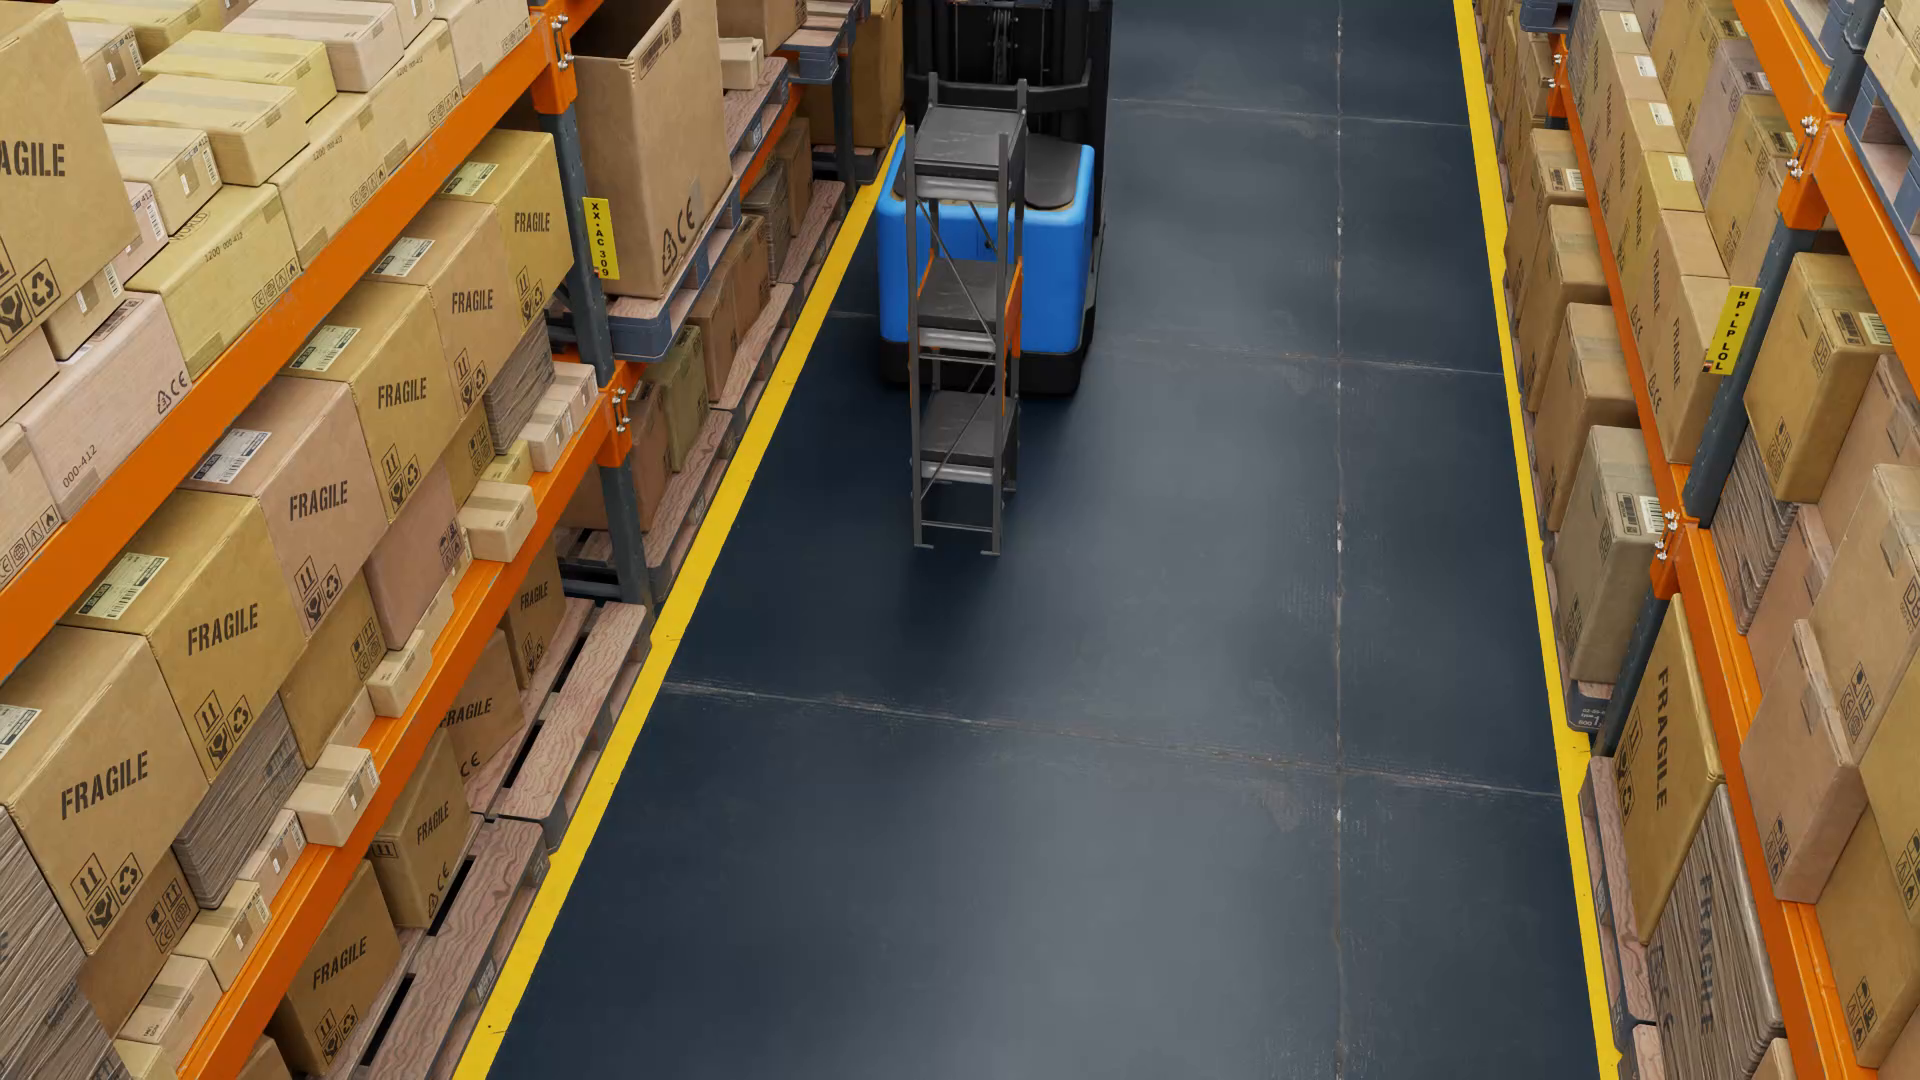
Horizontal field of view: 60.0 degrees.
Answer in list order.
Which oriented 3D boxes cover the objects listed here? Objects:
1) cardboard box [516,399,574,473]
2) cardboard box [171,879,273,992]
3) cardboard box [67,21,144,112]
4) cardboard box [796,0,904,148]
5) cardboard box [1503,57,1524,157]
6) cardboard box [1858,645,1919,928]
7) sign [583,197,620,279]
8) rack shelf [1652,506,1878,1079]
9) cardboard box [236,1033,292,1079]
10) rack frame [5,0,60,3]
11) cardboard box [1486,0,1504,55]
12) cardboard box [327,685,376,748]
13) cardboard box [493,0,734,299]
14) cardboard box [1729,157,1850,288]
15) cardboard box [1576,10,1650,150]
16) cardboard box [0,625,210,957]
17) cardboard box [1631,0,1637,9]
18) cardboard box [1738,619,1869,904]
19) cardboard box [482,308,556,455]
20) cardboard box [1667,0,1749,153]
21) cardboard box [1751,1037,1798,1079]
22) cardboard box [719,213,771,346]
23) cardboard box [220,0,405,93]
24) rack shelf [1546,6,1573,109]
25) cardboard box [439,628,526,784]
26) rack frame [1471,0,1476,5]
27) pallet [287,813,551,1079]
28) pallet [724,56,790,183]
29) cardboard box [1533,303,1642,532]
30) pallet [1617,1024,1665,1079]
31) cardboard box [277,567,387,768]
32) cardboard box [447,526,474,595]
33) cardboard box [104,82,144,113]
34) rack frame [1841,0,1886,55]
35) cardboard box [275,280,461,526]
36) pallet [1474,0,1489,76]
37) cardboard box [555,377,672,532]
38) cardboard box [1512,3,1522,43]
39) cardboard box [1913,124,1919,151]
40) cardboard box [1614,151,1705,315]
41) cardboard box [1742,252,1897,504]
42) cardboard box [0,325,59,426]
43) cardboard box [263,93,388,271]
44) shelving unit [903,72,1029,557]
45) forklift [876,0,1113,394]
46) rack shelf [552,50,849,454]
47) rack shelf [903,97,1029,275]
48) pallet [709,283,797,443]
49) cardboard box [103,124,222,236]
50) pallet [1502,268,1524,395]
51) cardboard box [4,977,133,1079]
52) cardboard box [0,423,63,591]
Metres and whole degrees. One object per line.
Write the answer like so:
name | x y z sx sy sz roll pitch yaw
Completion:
cardboard box | -1.642 -0.394 6.070 0.380 0.149 0.250 6 40 8
cardboard box | -2.056 1.015 4.365 0.380 0.149 0.250 6 40 8
cardboard box | -2.380 -1.237 4.343 0.380 0.149 0.250 6 40 7
cardboard box | -1.009 -3.098 10.481 1.225 0.875 0.875 5 40 6
cardboard box | 3.668 -2.680 10.270 0.500 0.500 0.500 8 40 9
cardboard box | 2.635 0.565 3.747 0.875 0.550 0.500 6 40 8
sign | -1.306 -1.093 6.038 0.100 0.325 0.005 6 40 8
rack shelf | 2.680 1.328 4.354 1.077 0.370 4.000 6 40 8
cardboard box | -2.339 1.729 4.937 0.500 0.500 0.500 17 42 19
rack frame | -6.027 -3.871 10.078 1.000 3.000 0.127 6 40 8
cardboard box | 3.932 -3.656 11.451 0.500 0.500 0.500 8 40 10
cardboard box | -1.982 0.538 4.942 0.380 0.149 0.250 6 40 8
cardboard box | -1.566 -1.691 6.640 1.000 1.000 1.000 7 40 8
cardboard box | 3.107 -0.940 5.670 0.700 0.500 0.500 6 40 7
cardboard box | 3.290 -2.181 7.956 0.500 0.500 0.500 6 40 7
cardboard box | -2.076 0.529 3.659 0.500 0.500 0.500 6 40 8
cardboard box | 3.631 -2.858 7.989 0.700 0.500 0.500 6 40 7
cardboard box | 2.692 0.645 4.498 0.875 0.550 0.550 6 40 8
cardboard box | -1.980 -0.692 5.921 0.875 0.500 0.500 6 40 8
cardboard box | 3.370 -1.897 6.827 0.700 0.500 0.500 6 40 7
cardboard box | 2.537 1.978 4.341 0.875 0.875 0.875 6 40 7
cardboard box | -1.420 -1.402 8.708 0.700 0.500 0.500 10 41 11
cardboard box | -1.730 -1.330 4.455 0.380 0.149 0.250 5 40 6
rack shelf | 4.065 -3.692 10.426 1.077 0.370 4.000 6 40 8
cardboard box | -2.042 0.594 6.309 0.500 0.500 0.500 19 43 21
rack frame | 4.411 -5.225 11.715 1.000 3.000 0.127 6 40 8
pallet | -2.131 1.454 5.826 1.003 0.211 1.213 6 40 8
pallet | -1.451 -2.004 7.970 1.003 0.211 1.213 6 40 8
cardboard box | 3.216 -0.503 7.441 1.050 0.750 0.750 6 40 8
pallet | 2.609 2.107 5.036 1.003 0.211 1.213 6 40 8
cardboard box | -2.216 0.252 4.779 0.875 0.500 0.500 6 40 8
cardboard box | -1.851 0.068 5.511 0.380 0.149 0.250 6 40 8
cardboard box | -2.354 -1.015 4.387 0.500 0.250 0.500 5 40 6
rack frame | 3.026 -2.516 3.731 1.000 3.000 0.127 6 40 8
cardboard box | -1.821 -0.412 4.798 0.500 0.500 0.500 6 40 8
pallet | 4.277 -3.661 12.013 1.003 0.211 1.213 6 40 8
cardboard box | -1.714 -0.403 7.500 0.700 0.500 0.500 4 40 4
cardboard box | 3.759 -3.295 10.425 0.500 0.250 0.500 7 40 9
cardboard box | 2.541 -0.953 3.984 0.380 0.149 0.250 6 40 8
cardboard box | 3.028 -1.234 6.810 0.500 0.500 0.500 7 40 8
cardboard box | 2.929 -0.450 4.975 0.875 0.550 0.550 6 40 8
cardboard box | -2.032 -0.342 3.261 0.380 0.149 0.250 6 40 8
cardboard box | -1.847 -0.951 4.309 0.500 0.250 0.500 6 40 7
shelving unit | 0.029 -0.913 7.207 0.431 2.100 0.503 6 40 8
forklift | 0.276 -2.818 8.858 1.130 2.935 3.031 5 40 6
rack shelf | -1.495 -1.792 8.128 1.077 0.370 4.000 6 40 8
rack shelf | 0.029 -1.442 6.769 0.431 0.518 0.480 6 40 8
pallet | -1.499 -0.996 8.789 1.003 0.211 1.213 6 40 8
cardboard box | -1.969 -0.843 3.867 0.380 0.149 0.250 5 40 6
pallet | 3.508 -1.153 8.979 1.003 0.211 1.213 6 40 8
cardboard box | -2.411 1.201 3.632 0.875 0.500 0.500 6 40 8
cardboard box | -2.112 0.000 3.160 0.500 0.250 0.500 6 40 7
